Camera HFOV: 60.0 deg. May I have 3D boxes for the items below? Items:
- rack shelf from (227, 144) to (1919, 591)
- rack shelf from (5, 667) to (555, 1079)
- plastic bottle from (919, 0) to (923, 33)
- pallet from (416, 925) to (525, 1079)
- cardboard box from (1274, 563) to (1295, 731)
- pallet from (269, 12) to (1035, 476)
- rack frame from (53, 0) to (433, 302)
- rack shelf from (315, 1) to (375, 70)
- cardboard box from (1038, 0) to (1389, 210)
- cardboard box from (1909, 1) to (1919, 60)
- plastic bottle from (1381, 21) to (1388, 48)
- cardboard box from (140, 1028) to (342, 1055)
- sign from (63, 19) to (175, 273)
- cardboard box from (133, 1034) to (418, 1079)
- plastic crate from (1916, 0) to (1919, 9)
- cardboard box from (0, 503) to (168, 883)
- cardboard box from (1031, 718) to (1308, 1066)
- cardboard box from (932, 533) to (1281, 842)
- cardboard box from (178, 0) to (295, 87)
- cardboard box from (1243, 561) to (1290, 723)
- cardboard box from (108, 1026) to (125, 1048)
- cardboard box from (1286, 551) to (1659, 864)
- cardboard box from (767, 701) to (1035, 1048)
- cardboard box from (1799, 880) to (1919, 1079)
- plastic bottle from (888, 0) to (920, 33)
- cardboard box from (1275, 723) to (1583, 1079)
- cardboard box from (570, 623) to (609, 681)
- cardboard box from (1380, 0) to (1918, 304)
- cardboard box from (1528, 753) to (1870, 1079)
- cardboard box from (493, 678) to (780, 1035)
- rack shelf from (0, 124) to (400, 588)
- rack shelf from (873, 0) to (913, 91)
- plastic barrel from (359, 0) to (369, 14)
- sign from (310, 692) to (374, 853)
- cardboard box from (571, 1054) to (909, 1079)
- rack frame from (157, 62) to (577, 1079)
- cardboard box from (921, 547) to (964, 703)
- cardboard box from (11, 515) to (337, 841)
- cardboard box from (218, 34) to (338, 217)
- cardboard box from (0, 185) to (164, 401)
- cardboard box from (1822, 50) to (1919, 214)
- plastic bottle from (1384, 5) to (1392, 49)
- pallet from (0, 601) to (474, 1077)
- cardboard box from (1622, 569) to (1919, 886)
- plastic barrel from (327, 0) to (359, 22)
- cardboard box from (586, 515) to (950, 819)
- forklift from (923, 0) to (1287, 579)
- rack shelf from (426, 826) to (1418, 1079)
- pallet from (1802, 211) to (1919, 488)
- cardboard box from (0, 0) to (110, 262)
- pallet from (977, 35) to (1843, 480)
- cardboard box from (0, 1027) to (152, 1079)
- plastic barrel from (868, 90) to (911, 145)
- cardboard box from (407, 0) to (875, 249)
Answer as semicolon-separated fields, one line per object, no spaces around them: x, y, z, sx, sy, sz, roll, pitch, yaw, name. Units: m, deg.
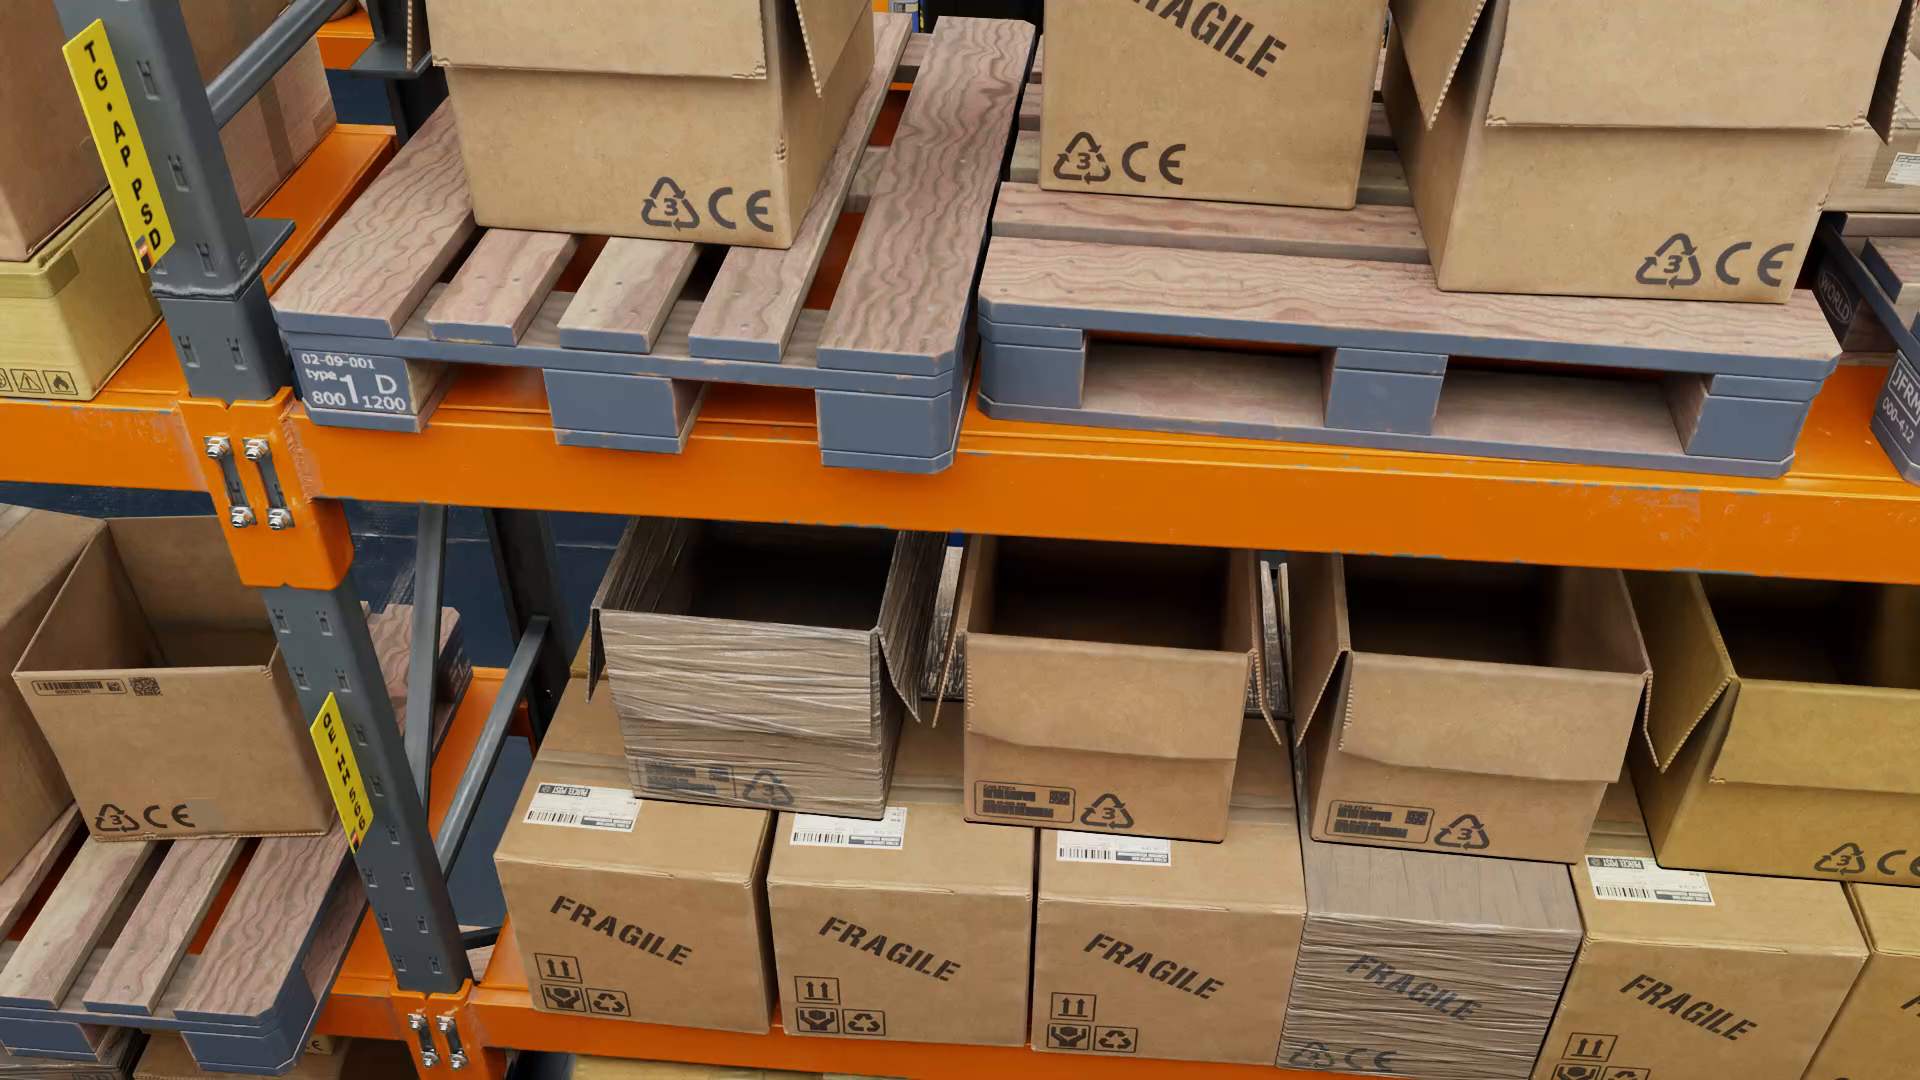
0.918;-0.277;2.908;4.000;0.370;1.077;3;39;4;rack shelf
-3.067;0.668;4.123;4.000;0.370;1.077;3;39;4;rack shelf
-0.131;-2.316;7.322;0.097;0.271;0.097;0;39;0;plastic bottle
-1.853;1.536;4.695;1.213;0.211;1.003;3;39;4;pallet
0.959;0.416;3.784;0.500;0.500;0.500;4;39;5;cardboard box
-0.428;-0.590;2.872;1.003;0.211;1.213;5;39;6;pallet
-1.074;-1.828;1.868;0.127;3.000;1.000;3;39;4;rack frame
-2.640;-2.447;7.950;4.000;0.370;1.077;3;39;4;rack shelf
0.407;-0.887;2.676;0.500;0.500;0.500;5;39;6;cardboard box
1.825;-0.692;2.586;0.500;0.311;0.500;2;39;2;cardboard box
1.799;-2.184;7.214;0.097;0.201;0.097;0;39;0;plastic bottle
-1.745;0.989;4.197;0.500;0.250;0.500;5;39;6;cardboard box
-1.123;-0.524;2.232;0.005;0.325;0.100;3;39;4;sign
-1.744;1.273;4.441;0.500;0.500;0.700;1;39;1;cardboard box
4.206;-2.241;7.028;0.583;0.464;0.402;3;39;4;plastic crate
-2.181;0.325;3.563;0.500;0.500;0.700;9;40;10;cardboard box
0.411;0.709;3.423;0.500;0.500;0.500;2;39;3;cardboard box
0.302;0.158;3.306;0.637;0.503;0.797;4;39;5;cardboard box
-1.520;-1.085;2.856;0.500;0.500;0.500;3;39;4;cardboard box
0.452;0.388;3.818;0.500;0.500;0.500;2;39;2;cardboard box
-2.274;0.966;4.224;0.500;0.250;0.500;7;40;9;cardboard box
0.970;0.190;3.266;0.637;0.503;0.797;4;39;5;cardboard box
-0.100;0.684;3.455;0.500;0.500;0.500;2;39;3;cardboard box
1.929;0.792;3.321;0.500;0.500;0.500;4;39;5;cardboard box
-0.244;-2.342;7.349;0.135;0.276;0.152;3;39;4;plastic bottle
0.909;0.738;3.388;0.500;0.500;0.500;3;39;4;cardboard box
-0.561;0.331;3.889;0.500;0.500;0.500;4;39;5;cardboard box
0.963;-0.770;2.529;0.637;0.503;0.797;3;39;3;cardboard box
1.408;0.768;3.351;0.500;0.500;0.500;3;39;3;cardboard box
-0.614;0.657;3.487;0.500;0.500;0.500;4;39;5;cardboard box
-3.067;-0.495;3.176;4.000;0.370;1.077;3;39;4;rack shelf
1.345;-2.229;7.682;4.000;0.370;1.077;3;39;4;rack shelf
-2.536;-2.634;7.502;0.433;0.535;0.433;0;39;0;plastic barrel
-1.112;0.422;3.001;0.005;0.325;0.100;3;39;4;sign
-0.389;1.210;4.238;0.875;0.875;1.225;1;39;2;cardboard box
-1.074;0.498;3.762;0.127;3.000;1.000;3;39;4;rack frame
-0.065;0.361;3.851;0.500;0.500;0.500;3;39;3;cardboard box
-1.616;0.292;3.603;0.500;0.500;0.500;-1;39;-2;cardboard box
-1.521;-0.793;3.090;0.500;0.250;0.500;4;39;5;cardboard box
-1.569;-0.479;2.704;0.500;0.250;0.500;3;39;4;cardboard box
1.440;-0.688;2.709;0.250;0.149;0.380;2;39;2;cardboard box
1.917;-2.224;7.204;0.135;0.276;0.152;3;39;4;plastic bottle
-1.794;0.601;3.788;1.003;0.211;1.213;3;39;4;pallet
1.591;0.214;3.237;0.637;0.503;0.797;4;39;4;cardboard box
-2.967;-2.657;7.531;0.433;0.535;0.433;0;39;0;plastic barrel
-0.347;0.120;3.352;0.637;0.503;0.797;4;39;5;cardboard box
0.628;-1.104;5.784;3.031;2.935;1.130;3;39;4;forklift
0.918;0.886;3.855;4.000;0.370;1.077;3;39;4;rack shelf
1.993;-0.392;2.631;1.217;0.209;0.805;2;39;2;pallet
-1.571;-0.766;2.464;0.500;0.500;0.500;4;39;5;cardboard box
0.686;-0.531;2.800;1.213;0.211;1.003;5;39;6;pallet
-2.297;1.251;4.469;0.500;0.500;0.700;0;39;0;cardboard box
-0.158;-1.922;8.122;0.708;0.830;0.600;3;39;4;plastic barrel
-0.460;-0.880;2.664;0.637;0.503;0.797;5;39;6;cardboard box
